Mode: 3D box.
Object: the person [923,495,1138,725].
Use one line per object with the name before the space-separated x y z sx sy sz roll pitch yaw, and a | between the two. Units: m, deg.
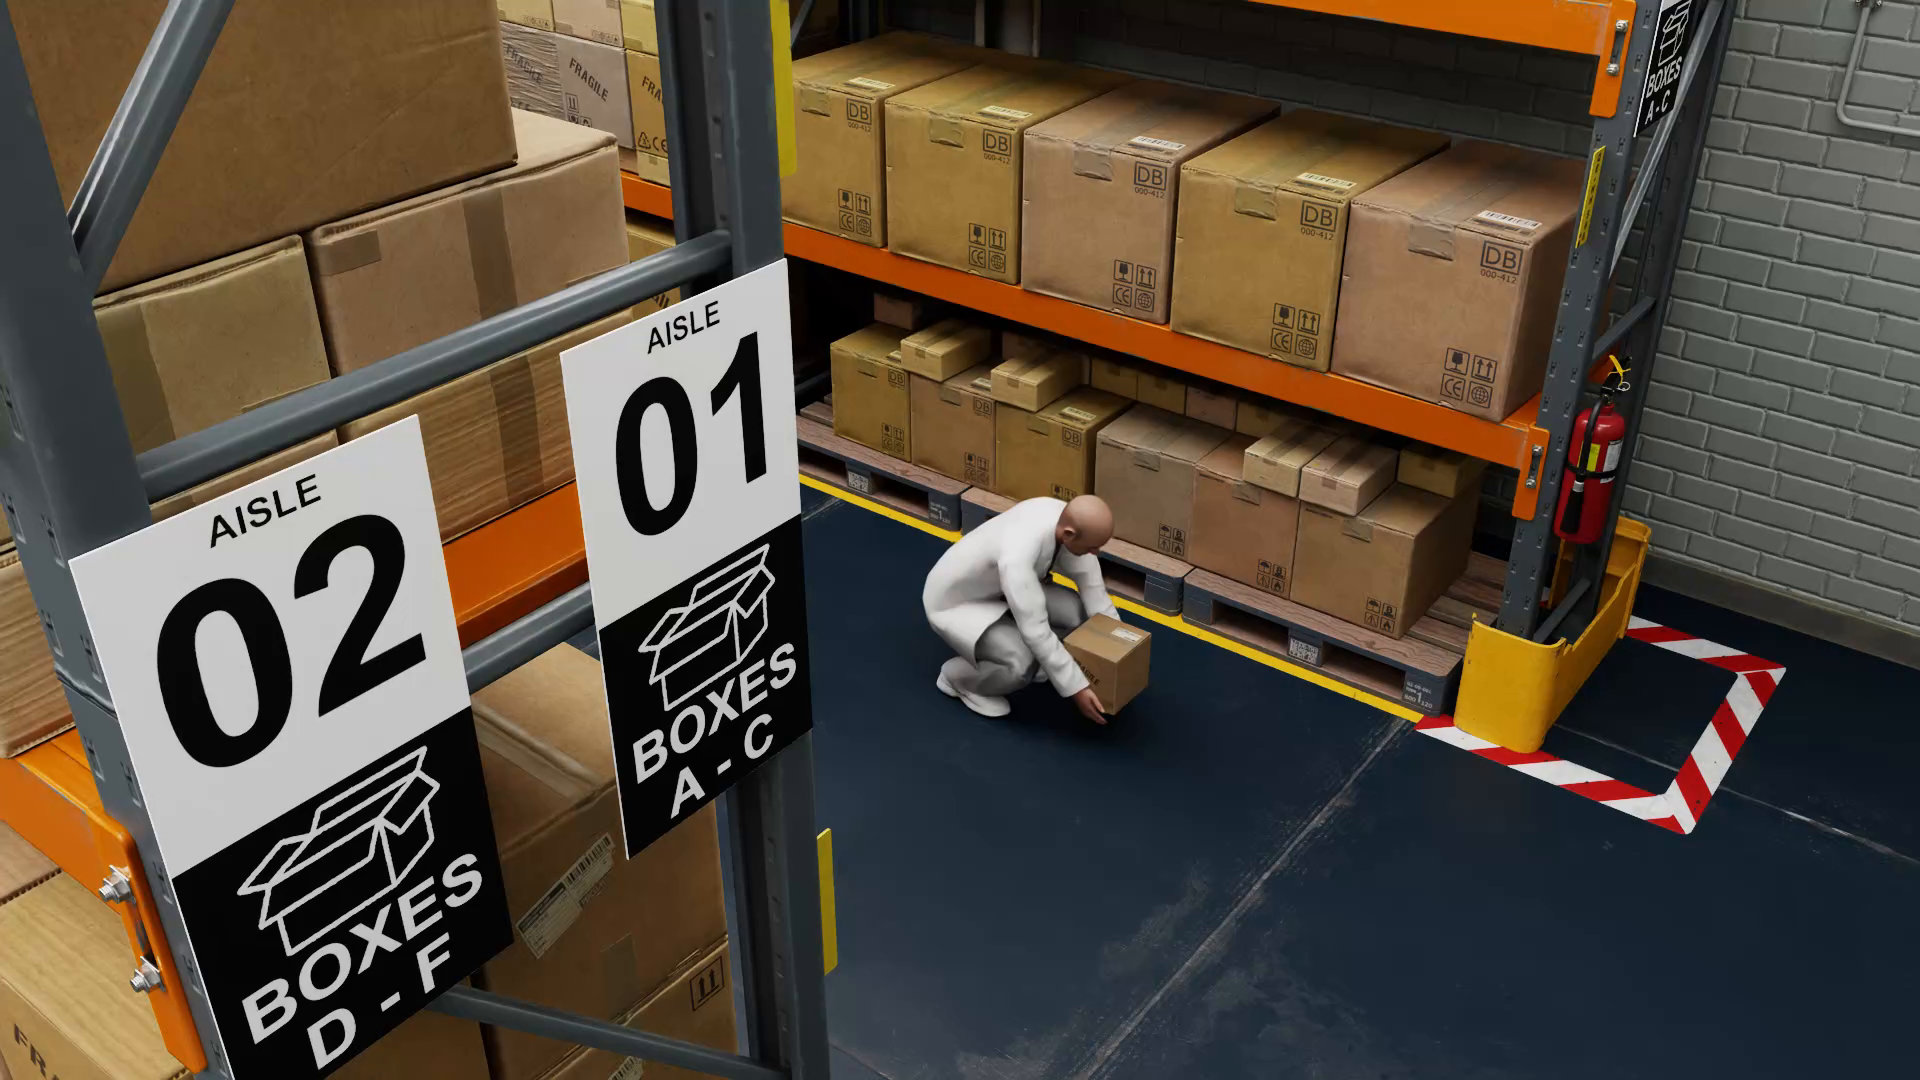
person | 0.276 0.225 6.545 0.917 0.993 0.591 21 36 31
